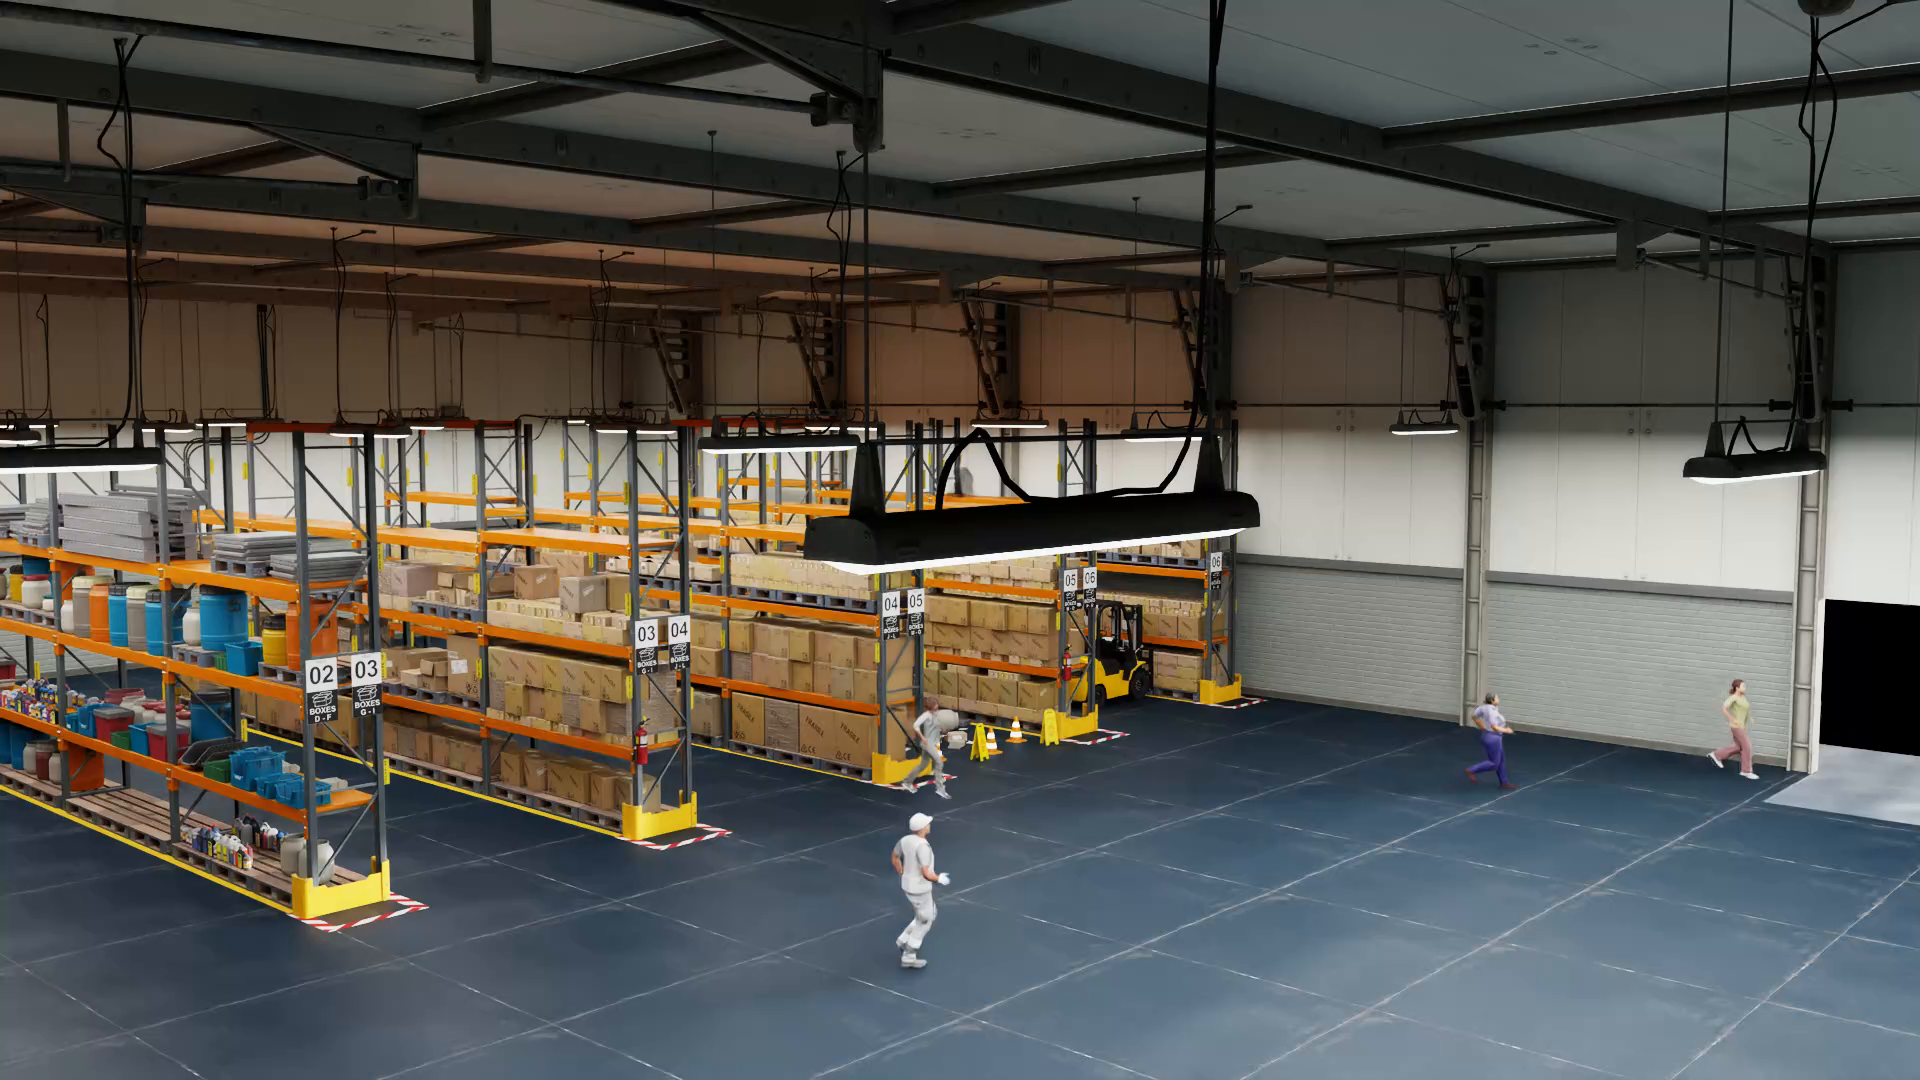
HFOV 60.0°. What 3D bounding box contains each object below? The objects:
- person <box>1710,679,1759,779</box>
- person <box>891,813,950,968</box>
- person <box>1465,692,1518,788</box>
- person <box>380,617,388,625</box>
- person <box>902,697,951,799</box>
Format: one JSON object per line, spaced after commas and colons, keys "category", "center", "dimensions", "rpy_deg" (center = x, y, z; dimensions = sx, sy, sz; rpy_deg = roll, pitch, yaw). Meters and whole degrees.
{"category": "person", "center": [13.205, 3.193, 28.326], "dimensions": [0.835, 1.667, 0.588], "rpy_deg": [4, 6, 42]}
{"category": "person", "center": [-0.427, 3.925, 18.684], "dimensions": [0.572, 1.746, 0.661], "rpy_deg": [-2, 5, -24]}
{"category": "person", "center": [8.723, 3.293, 27.285], "dimensions": [0.932, 1.614, 0.621], "rpy_deg": [0, 5, -2]}
{"category": "person", "center": [-13.732, 2.330, 39.445], "dimensions": [0.712, 1.545, 0.928], "rpy_deg": [3, 5, 32]}
{"category": "person", "center": [-0.523, 3.341, 26.865], "dimensions": [0.818, 1.616, 0.538], "rpy_deg": [1, 5, 7]}
